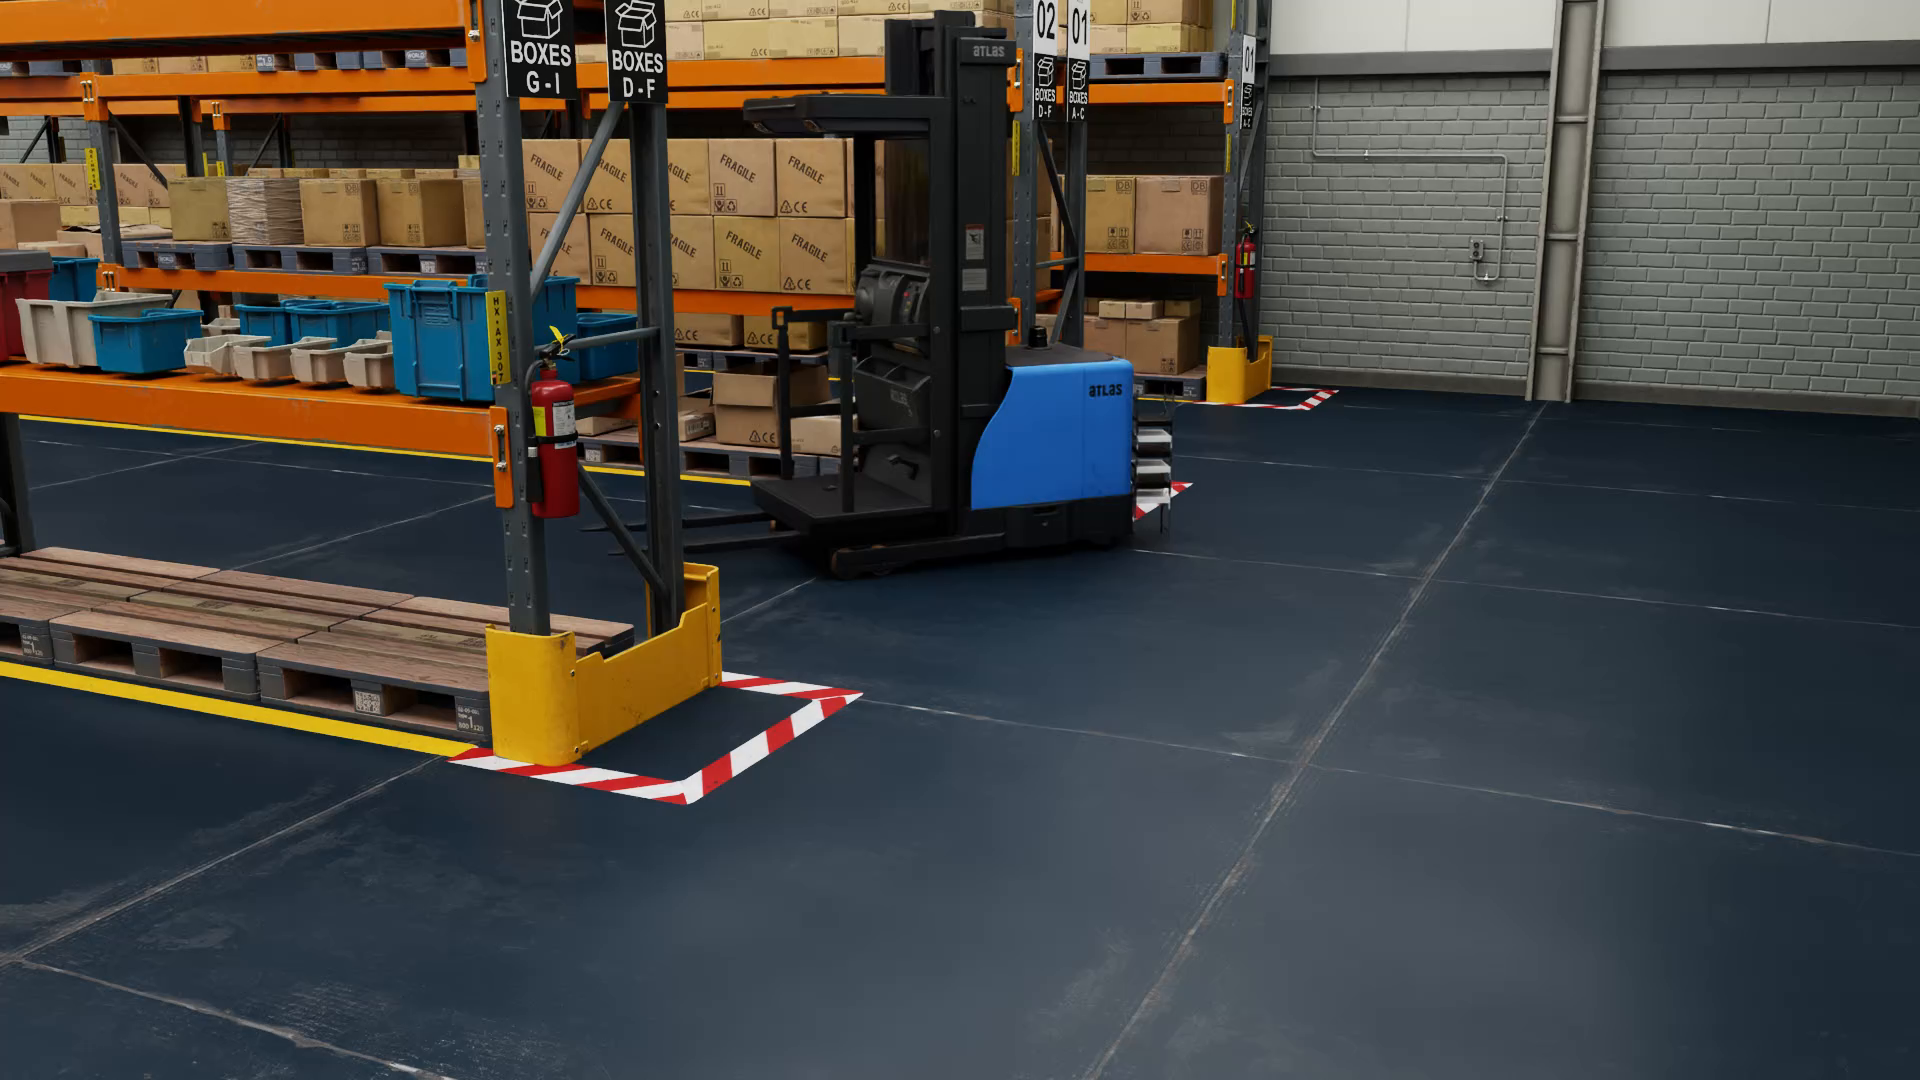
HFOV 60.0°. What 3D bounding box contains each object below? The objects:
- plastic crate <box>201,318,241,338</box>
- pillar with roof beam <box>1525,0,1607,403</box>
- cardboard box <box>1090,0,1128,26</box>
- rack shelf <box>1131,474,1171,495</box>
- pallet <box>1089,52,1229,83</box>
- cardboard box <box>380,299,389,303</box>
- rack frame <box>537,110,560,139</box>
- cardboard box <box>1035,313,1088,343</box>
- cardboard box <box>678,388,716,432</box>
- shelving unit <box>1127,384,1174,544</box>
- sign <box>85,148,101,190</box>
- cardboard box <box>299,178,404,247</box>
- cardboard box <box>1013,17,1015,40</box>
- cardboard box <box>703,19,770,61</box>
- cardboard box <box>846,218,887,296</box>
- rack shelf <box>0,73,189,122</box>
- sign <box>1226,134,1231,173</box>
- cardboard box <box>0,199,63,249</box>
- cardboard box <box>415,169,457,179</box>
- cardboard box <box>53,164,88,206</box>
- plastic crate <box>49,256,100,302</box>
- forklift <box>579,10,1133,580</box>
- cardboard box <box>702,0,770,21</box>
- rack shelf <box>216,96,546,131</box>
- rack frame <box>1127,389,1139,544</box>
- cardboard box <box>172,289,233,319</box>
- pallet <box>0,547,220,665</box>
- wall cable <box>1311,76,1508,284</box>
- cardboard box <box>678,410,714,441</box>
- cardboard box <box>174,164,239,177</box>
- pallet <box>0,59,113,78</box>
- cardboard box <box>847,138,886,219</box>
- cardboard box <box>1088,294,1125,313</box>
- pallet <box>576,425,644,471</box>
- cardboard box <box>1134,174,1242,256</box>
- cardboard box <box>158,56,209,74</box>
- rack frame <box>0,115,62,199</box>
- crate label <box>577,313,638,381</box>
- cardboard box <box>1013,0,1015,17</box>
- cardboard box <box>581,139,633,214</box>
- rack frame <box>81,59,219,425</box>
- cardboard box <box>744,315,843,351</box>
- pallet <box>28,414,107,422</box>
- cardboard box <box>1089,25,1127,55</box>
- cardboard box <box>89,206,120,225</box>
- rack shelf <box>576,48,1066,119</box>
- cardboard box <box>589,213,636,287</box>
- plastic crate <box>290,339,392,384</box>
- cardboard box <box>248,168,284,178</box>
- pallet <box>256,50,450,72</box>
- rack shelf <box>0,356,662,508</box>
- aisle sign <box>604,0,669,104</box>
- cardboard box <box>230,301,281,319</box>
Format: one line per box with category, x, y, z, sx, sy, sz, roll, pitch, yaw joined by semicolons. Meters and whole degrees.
plastic crate;-3.367;-0.924;7.573;0.466;0.136;0.293;6;14;23
pillar with roof beam;3.664;-4.773;10.398;0.400;9.000;9.100;6;14;23
cardboard box;1.356;-4.886;14.993;0.500;0.500;0.500;6;15;25
rack shelf;1.105;-0.326;9.713;0.200;0.077;0.258;-1;13;-5
pallet;1.907;-4.305;15.161;1.213;0.211;1.003;6;14;23
cardboard box;-6.294;-2.726;19.315;0.500;0.500;0.700;6;14;23
rack frame;-4.725;-3.561;18.365;0.127;3.000;1.000;6;14;23
cardboard box;0.991;-1.945;16.030;0.500;0.500;0.700;5;14;21
cardboard box;-1.750;-0.998;12.366;0.500;0.311;0.500;6;14;23
shelving unit;1.105;-0.446;9.685;0.210;0.900;0.258;-1;13;-5
sign;-6.950;-2.974;13.326;0.005;0.325;0.100;6;14;23
cardboard box;-4.712;-2.560;12.959;0.500;0.500;0.700;2;13;9
cardboard box;0.219;-3.274;10.903;0.500;0.250;0.500;6;14;23
cardboard box;-1.356;-3.307;11.046;0.500;0.250;0.500;6;14;23
cardboard box;-0.409;-1.866;10.924;0.500;0.500;0.500;6;14;24
rack shelf;-8.557;-3.821;14.482;4.000;0.370;1.077;6;14;23
sign;2.357;-3.388;14.573;0.005;0.325;0.100;6;14;23
cardboard box;-8.269;-2.727;14.590;0.500;0.500;0.500;5;14;20
cardboard box;-5.681;-3.911;18.676;0.500;0.500;0.700;4;14;18
cardboard box;-10.807;-4.399;20.580;0.500;0.500;0.500;5;14;21
plastic crate;-4.516;-1.171;8.084;0.575;0.384;0.392;6;14;23
forklift;-0.562;-1.353;9.105;3.031;2.935;1.130;-6;15;-24
cardboard box;-1.360;-3.549;10.981;0.500;0.250;0.500;6;14;23
rack shelf;-6.554;-4.856;18.893;4.000;0.370;1.077;6;14;23
rack frame;1.004;-0.444;9.677;0.006;0.900;0.240;-1;13;-5
cardboard box;-9.348;-3.016;20.551;0.500;0.500;0.500;5;14;19
pallet;-4.393;0.296;8.032;1.213;0.211;1.003;6;14;23
wall cable;4.143;-3.395;15.431;1.851;1.984;0.084;6;14;23
cardboard box;-1.980;-0.829;11.960;0.250;0.166;0.380;6;14;23
cardboard box;-8.940;-4.212;19.783;0.500;0.500;0.500;6;14;23
pallet;-7.385;-3.939;13.821;1.003;0.211;1.213;7;15;26
cardboard box;-0.395;-2.352;10.803;0.500;0.500;0.500;6;15;25
cardboard box;1.412;-2.268;15.988;0.250;0.149;0.380;6;14;24
pallet;-2.444;-0.735;12.424;1.213;0.211;1.003;6;14;23
cardboard box;2.119;-3.012;15.368;0.700;0.700;0.980;7;15;26
cardboard box;-5.850;-3.955;13.257;0.500;0.500;0.910;6;14;23
rack frame;-12.040;-4.301;21.520;0.127;3.000;1.000;6;14;23
crate label;-1.516;-0.791;6.795;0.303;0.233;0.416;6;14;23
cardboard box;0.222;-3.518;10.851;0.500;0.250;0.500;6;14;23
cardboard box;-2.282;-2.541;11.612;0.500;0.500;0.500;5;14;21
rack frame;-6.728;-2.526;13.954;0.127;3.000;1.000;6;14;23
cardboard box;-1.715;-2.382;17.126;0.750;0.750;0.750;6;14;24
pallet;-7.465;-1.253;14.632;1.213;0.211;1.003;6;14;23
cardboard box;1.336;-4.522;15.082;0.500;0.250;0.500;5;14;21
cardboard box;-10.317;-3.986;20.460;0.500;0.250;0.500;6;14;24
rack shelf;-1.243;-3.081;11.328;4.000;0.370;1.077;6;14;23
cardboard box;-2.246;-2.054;11.723;0.500;0.500;0.500;6;15;24
plastic crate;-2.502;-0.720;6.703;0.243;0.136;0.396;6;14;23
cardboard box;-7.931;-4.140;19.650;0.500;0.500;0.700;6;14;23
pallet;-4.588;-3.695;12.781;1.003;0.211;1.213;6;14;23
rack shelf;-3.252;-0.586;7.263;4.000;0.370;1.077;6;14;23
aisle sign;-1.238;-2.073;6.331;0.004;0.787;0.394;6;14;23
cardboard box;-5.725;-1.847;13.925;0.500;0.250;0.500;6;15;25
